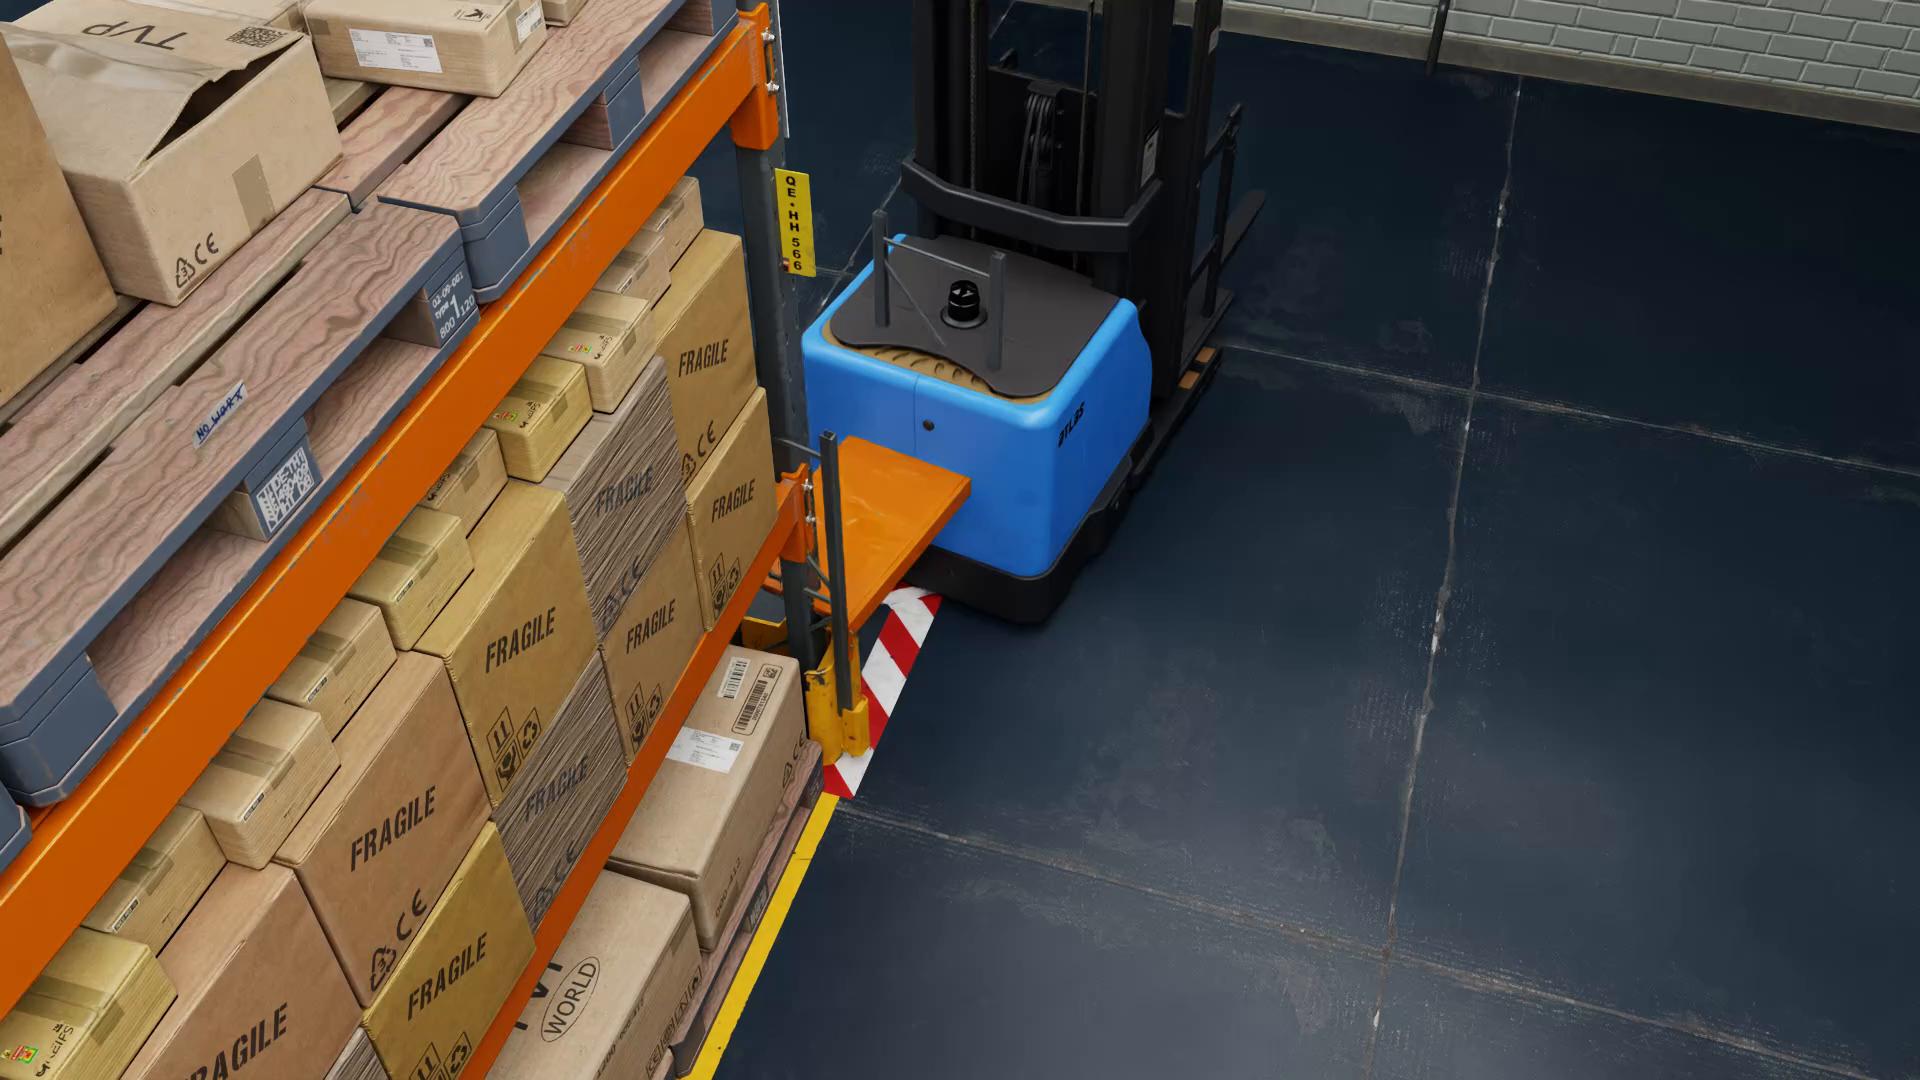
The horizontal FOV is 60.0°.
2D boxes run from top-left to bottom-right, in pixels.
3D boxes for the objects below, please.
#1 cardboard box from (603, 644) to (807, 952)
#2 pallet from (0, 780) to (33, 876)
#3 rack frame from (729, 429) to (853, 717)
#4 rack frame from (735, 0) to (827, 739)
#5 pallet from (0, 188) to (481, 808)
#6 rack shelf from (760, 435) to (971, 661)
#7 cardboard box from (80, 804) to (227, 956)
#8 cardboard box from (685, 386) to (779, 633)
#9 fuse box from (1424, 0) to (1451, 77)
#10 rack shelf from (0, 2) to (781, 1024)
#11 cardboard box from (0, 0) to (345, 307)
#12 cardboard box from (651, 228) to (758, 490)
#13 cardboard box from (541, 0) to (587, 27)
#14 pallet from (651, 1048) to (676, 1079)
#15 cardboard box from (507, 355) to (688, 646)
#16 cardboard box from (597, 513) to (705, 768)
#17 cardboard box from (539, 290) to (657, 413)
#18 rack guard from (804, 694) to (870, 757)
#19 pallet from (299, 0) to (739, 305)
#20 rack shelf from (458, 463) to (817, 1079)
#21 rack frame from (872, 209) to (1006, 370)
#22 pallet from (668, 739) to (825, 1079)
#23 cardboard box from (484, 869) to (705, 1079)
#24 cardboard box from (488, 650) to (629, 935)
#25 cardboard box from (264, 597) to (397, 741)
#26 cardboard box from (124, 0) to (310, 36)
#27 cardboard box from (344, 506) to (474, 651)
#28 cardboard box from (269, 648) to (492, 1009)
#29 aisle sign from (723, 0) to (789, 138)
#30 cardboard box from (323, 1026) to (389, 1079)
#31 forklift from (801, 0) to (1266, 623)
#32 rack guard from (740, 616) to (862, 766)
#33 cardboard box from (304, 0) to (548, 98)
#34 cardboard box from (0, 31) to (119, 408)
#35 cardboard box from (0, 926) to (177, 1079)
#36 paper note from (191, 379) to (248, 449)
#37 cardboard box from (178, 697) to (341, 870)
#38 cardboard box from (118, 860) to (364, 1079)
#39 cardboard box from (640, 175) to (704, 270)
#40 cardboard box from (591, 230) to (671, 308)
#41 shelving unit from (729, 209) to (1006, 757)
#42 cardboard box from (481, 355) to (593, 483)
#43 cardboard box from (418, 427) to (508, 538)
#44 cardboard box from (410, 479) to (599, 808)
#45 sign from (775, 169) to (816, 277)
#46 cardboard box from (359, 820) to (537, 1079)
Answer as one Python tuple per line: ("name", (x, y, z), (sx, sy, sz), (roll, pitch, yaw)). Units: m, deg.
("cardboard box", (-1.062, 0.750, 5.370), (0.875, 0.438, 0.875), (11, 45, 11))
("pallet", (-1.911, 0.606, 1.904), (1.003, 0.211, 1.213), (13, 46, 13))
("rack frame", (-0.590, 0.131, 5.460), (0.500, 1.500, 0.032), (23, 50, 20))
("rack frame", (-0.958, -0.476, 5.092), (1.000, 3.000, 0.127), (13, 46, 13))
("pallet", (-1.540, -0.204, 2.733), (1.003, 0.211, 1.213), (13, 46, 13))
("rack shelf", (-0.337, -0.058, 5.897), (0.538, 0.185, 1.000), (23, 50, 20))
("cardboard box", (-1.487, 0.548, 2.796), (0.380, 0.149, 0.250), (12, 46, 12))
("cardboard box", (-0.852, -0.134, 4.671), (0.500, 0.500, 0.500), (13, 46, 13))
("fuse box", (2.685, -3.237, 8.835), (0.539, 1.711, 0.414), (13, 46, 13))
("rack shelf", (-1.563, 0.042, 2.932), (1.077, 0.370, 4.000), (13, 46, 13))
("cardboard box", (-1.459, -0.715, 2.883), (0.500, 0.311, 0.500), (13, 46, 13))
("cardboard box", (-0.877, -0.498, 4.327), (0.500, 0.500, 0.500), (14, 46, 14))
("cardboard box", (-1.008, -1.362, 3.588), (0.500, 0.250, 0.500), (9, 45, 9))
("pallet", (-1.497, 1.880, 4.677), (1.003, 0.211, 1.213), (13, 46, 12))
("cardboard box", (-1.007, -0.143, 3.965), (0.500, 0.500, 0.500), (13, 46, 13))
("cardboard box", (-1.018, 0.197, 4.333), (0.500, 0.500, 0.500), (12, 46, 12))
("cardboard box", (-0.928, -0.455, 3.821), (0.380, 0.149, 0.250), (12, 46, 12))
("rack guard", (-0.586, 0.554, 5.920), (0.587, 0.250, 0.087), (23, 50, 20))
("pallet", (-1.173, -1.020, 3.566), (1.003, 0.211, 1.213), (13, 46, 13))
("rack shelf", (-1.563, 1.114, 3.981), (1.077, 0.370, 4.000), (13, 46, 13))
("rack frame", (-0.081, -0.498, 6.076), (0.500, 1.500, 0.032), (23, 50, 20))
("pallet", (-1.125, 1.070, 5.506), (1.003, 0.211, 1.213), (13, 46, 13))
("cardboard box", (-1.332, 1.362, 4.745), (0.875, 0.438, 0.875), (14, 46, 14))
("cardboard box", (-1.164, 0.542, 3.980), (0.500, 0.500, 0.500), (14, 46, 14))
("cardboard box", (-1.307, 0.214, 3.137), (0.380, 0.149, 0.250), (14, 46, 14))
("cardboard box", (-1.507, -0.968, 3.258), (0.380, 0.149, 0.250), (14, 46, 14))
("cardboard box", (-1.210, 0.043, 3.312), (0.380, 0.149, 0.250), (14, 46, 13))
("cardboard box", (-1.314, 0.521, 3.287), (0.500, 0.500, 0.500), (12, 46, 12))
("aisle sign", (-0.641, -1.388, 4.165), (0.394, 0.787, 0.004), (13, 46, 13))
("cardboard box", (-1.464, 1.232, 3.275), (0.500, 0.500, 0.500), (13, 46, 13))
("forklift", (0.521, -1.762, 6.455), (1.130, 2.935, 3.031), (20, 48, 19))
("rack guard", (-0.951, 0.401, 5.983), (1.175, 0.500, 0.348), (13, 46, 13))
("cardboard box", (-1.059, -1.029, 3.320), (0.380, 0.149, 0.250), (9, 45, 9))
("cardboard box", (-1.711, -0.458, 2.485), (0.500, 0.500, 0.500), (13, 46, 13))
("cardboard box", (-1.485, 0.732, 2.607), (0.380, 0.149, 0.250), (11, 46, 11))
("paper note", (-1.039, -0.176, 2.338), (0.006, 0.032, 0.123), (13, 46, 13))
("cardboard box", (-1.347, 0.398, 2.948), (0.380, 0.149, 0.250), (13, 46, 13))
("cardboard box", (-1.469, 0.856, 2.944), (0.500, 0.500, 0.500), (13, 46, 13))
("cardboard box", (-0.876, -0.820, 4.193), (0.380, 0.149, 0.250), (13, 46, 13))
("cardboard box", (-0.930, -0.645, 4.015), (0.380, 0.149, 0.250), (13, 46, 13))
("shelving unit", (-0.331, -0.189, 5.773), (0.587, 1.500, 1.083), (23, 50, 20))
("cardboard box", (-1.043, -0.296, 3.658), (0.380, 0.149, 0.250), (14, 46, 13))
("cardboard box", (-1.190, -0.137, 3.495), (0.380, 0.149, 0.250), (12, 46, 12))
("cardboard box", (-1.160, 0.186, 3.629), (0.500, 0.500, 0.500), (12, 46, 12))
("sign", (-0.445, -0.851, 4.477), (0.100, 0.325, 0.005), (13, 46, 13))
("cardboard box", (-1.308, 0.889, 3.626), (0.500, 0.500, 0.500), (14, 46, 14))
